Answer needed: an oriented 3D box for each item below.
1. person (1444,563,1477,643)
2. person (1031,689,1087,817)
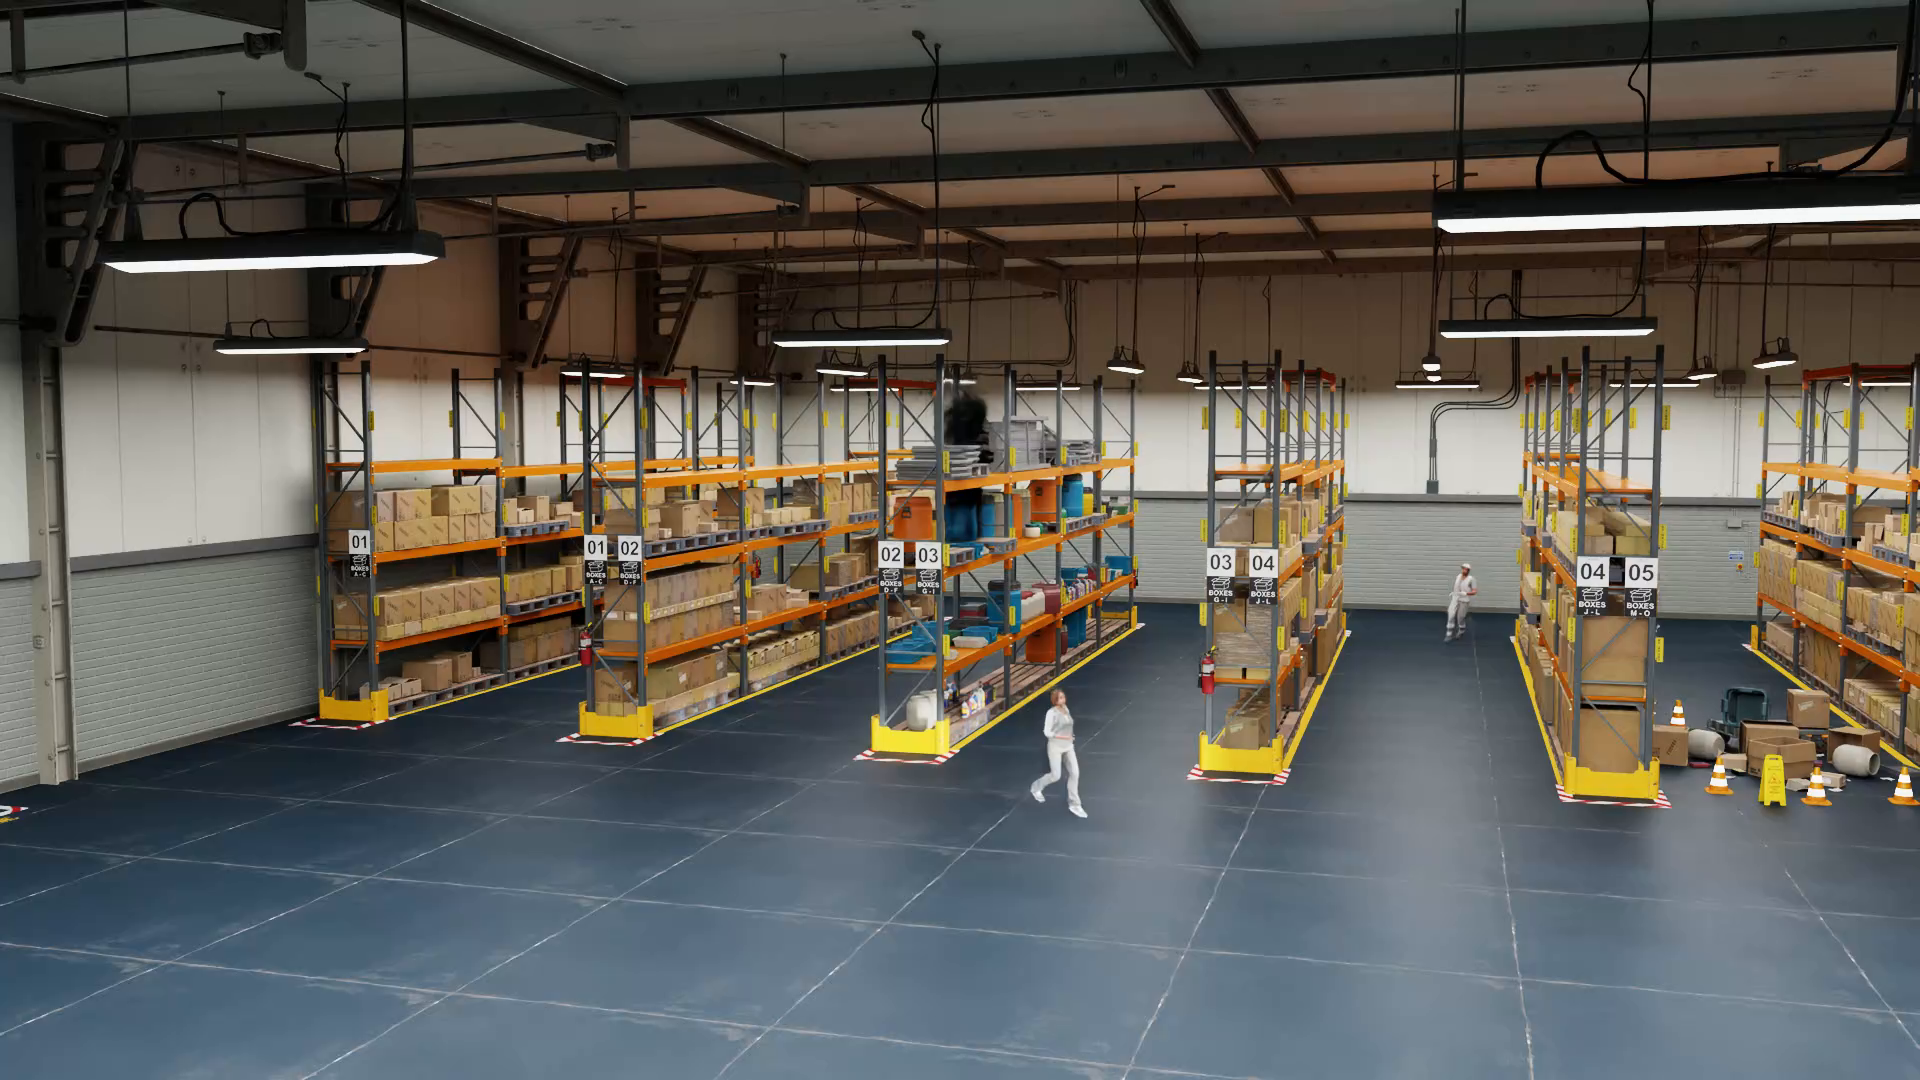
[{"bbox_3d":[11.340,1.411,37.644,0.697,1.772,0.923,3,5,39],"label":"person"},{"bbox_3d":[1.276,2.694,21.265,0.553,1.594,0.884,-4,6,-43],"label":"person"}]
